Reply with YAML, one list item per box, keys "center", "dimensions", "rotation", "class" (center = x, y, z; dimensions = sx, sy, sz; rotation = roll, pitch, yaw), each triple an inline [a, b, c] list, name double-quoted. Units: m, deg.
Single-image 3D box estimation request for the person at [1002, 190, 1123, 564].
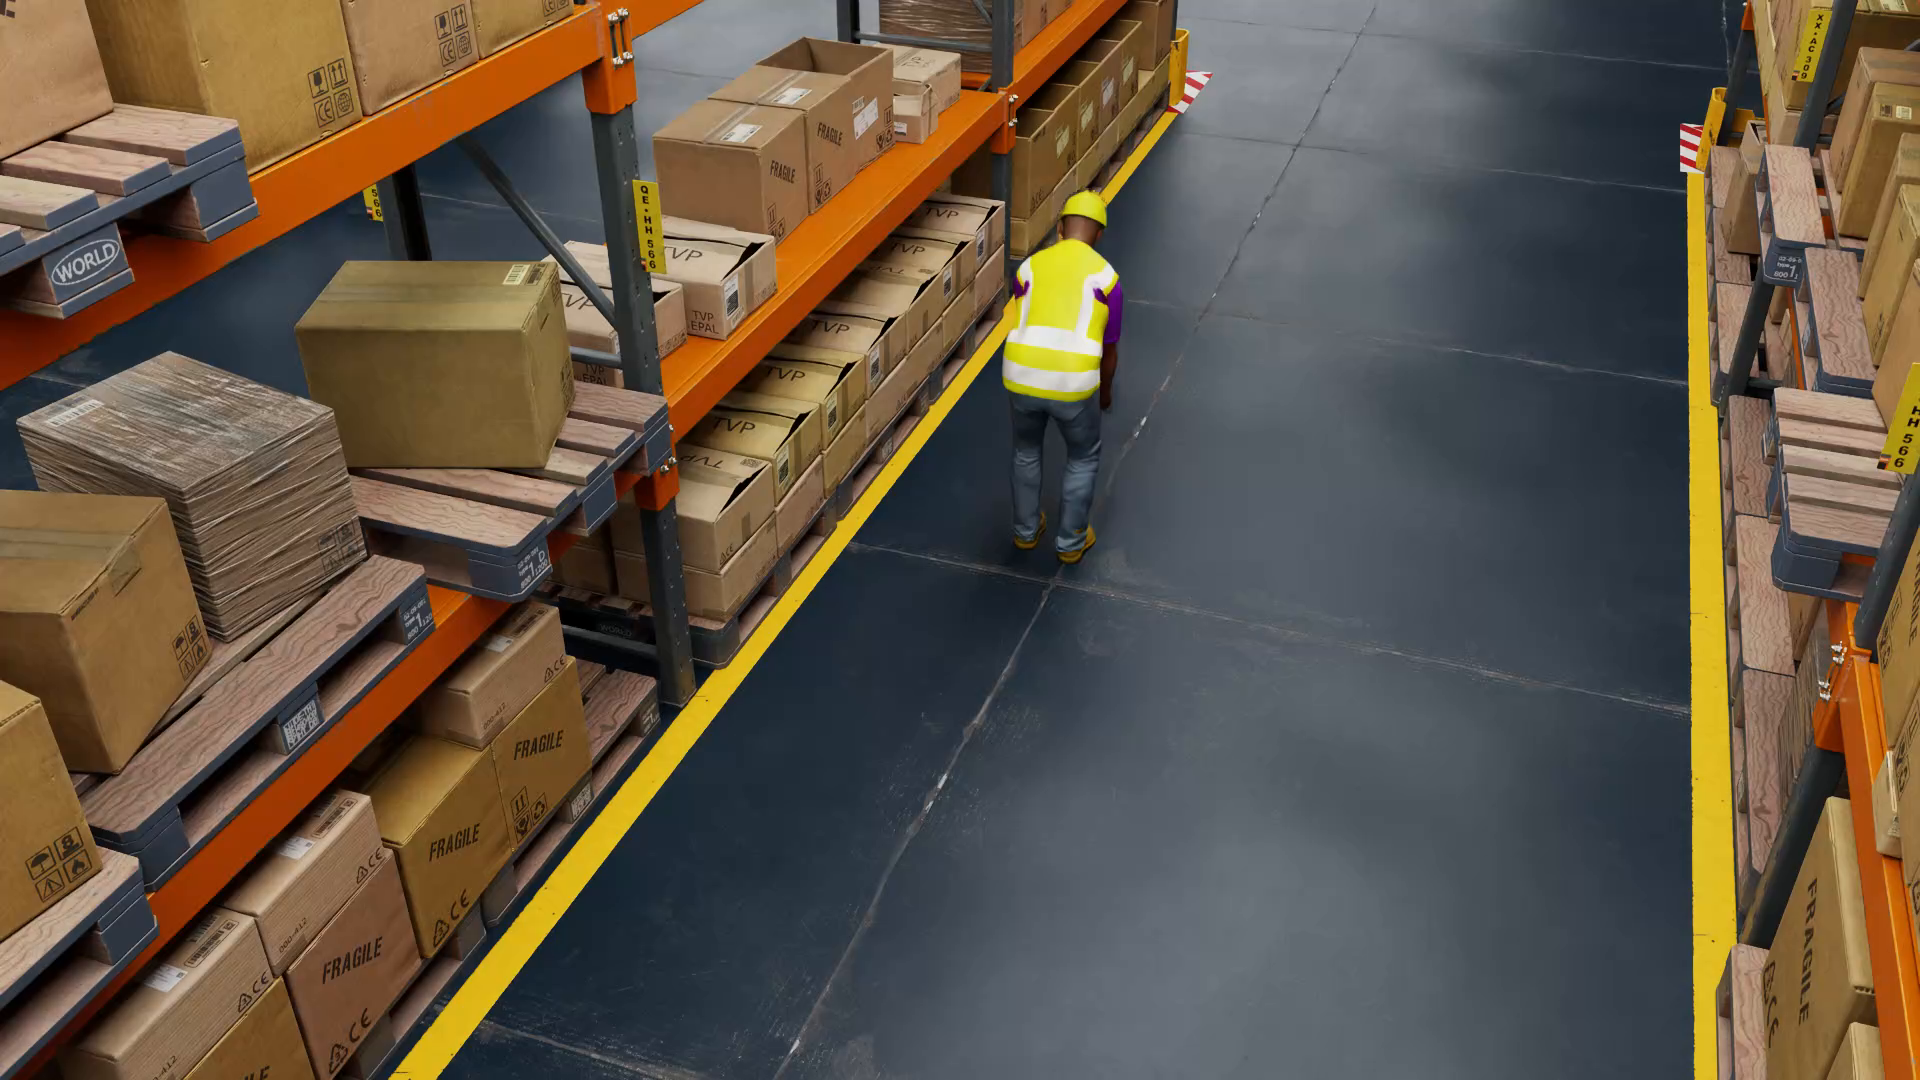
- center: [0.457, -0.720, 7.416]
  dimensions: [0.477, 1.555, 0.798]
  rotation: [10, 34, 16]
  class: "person"
